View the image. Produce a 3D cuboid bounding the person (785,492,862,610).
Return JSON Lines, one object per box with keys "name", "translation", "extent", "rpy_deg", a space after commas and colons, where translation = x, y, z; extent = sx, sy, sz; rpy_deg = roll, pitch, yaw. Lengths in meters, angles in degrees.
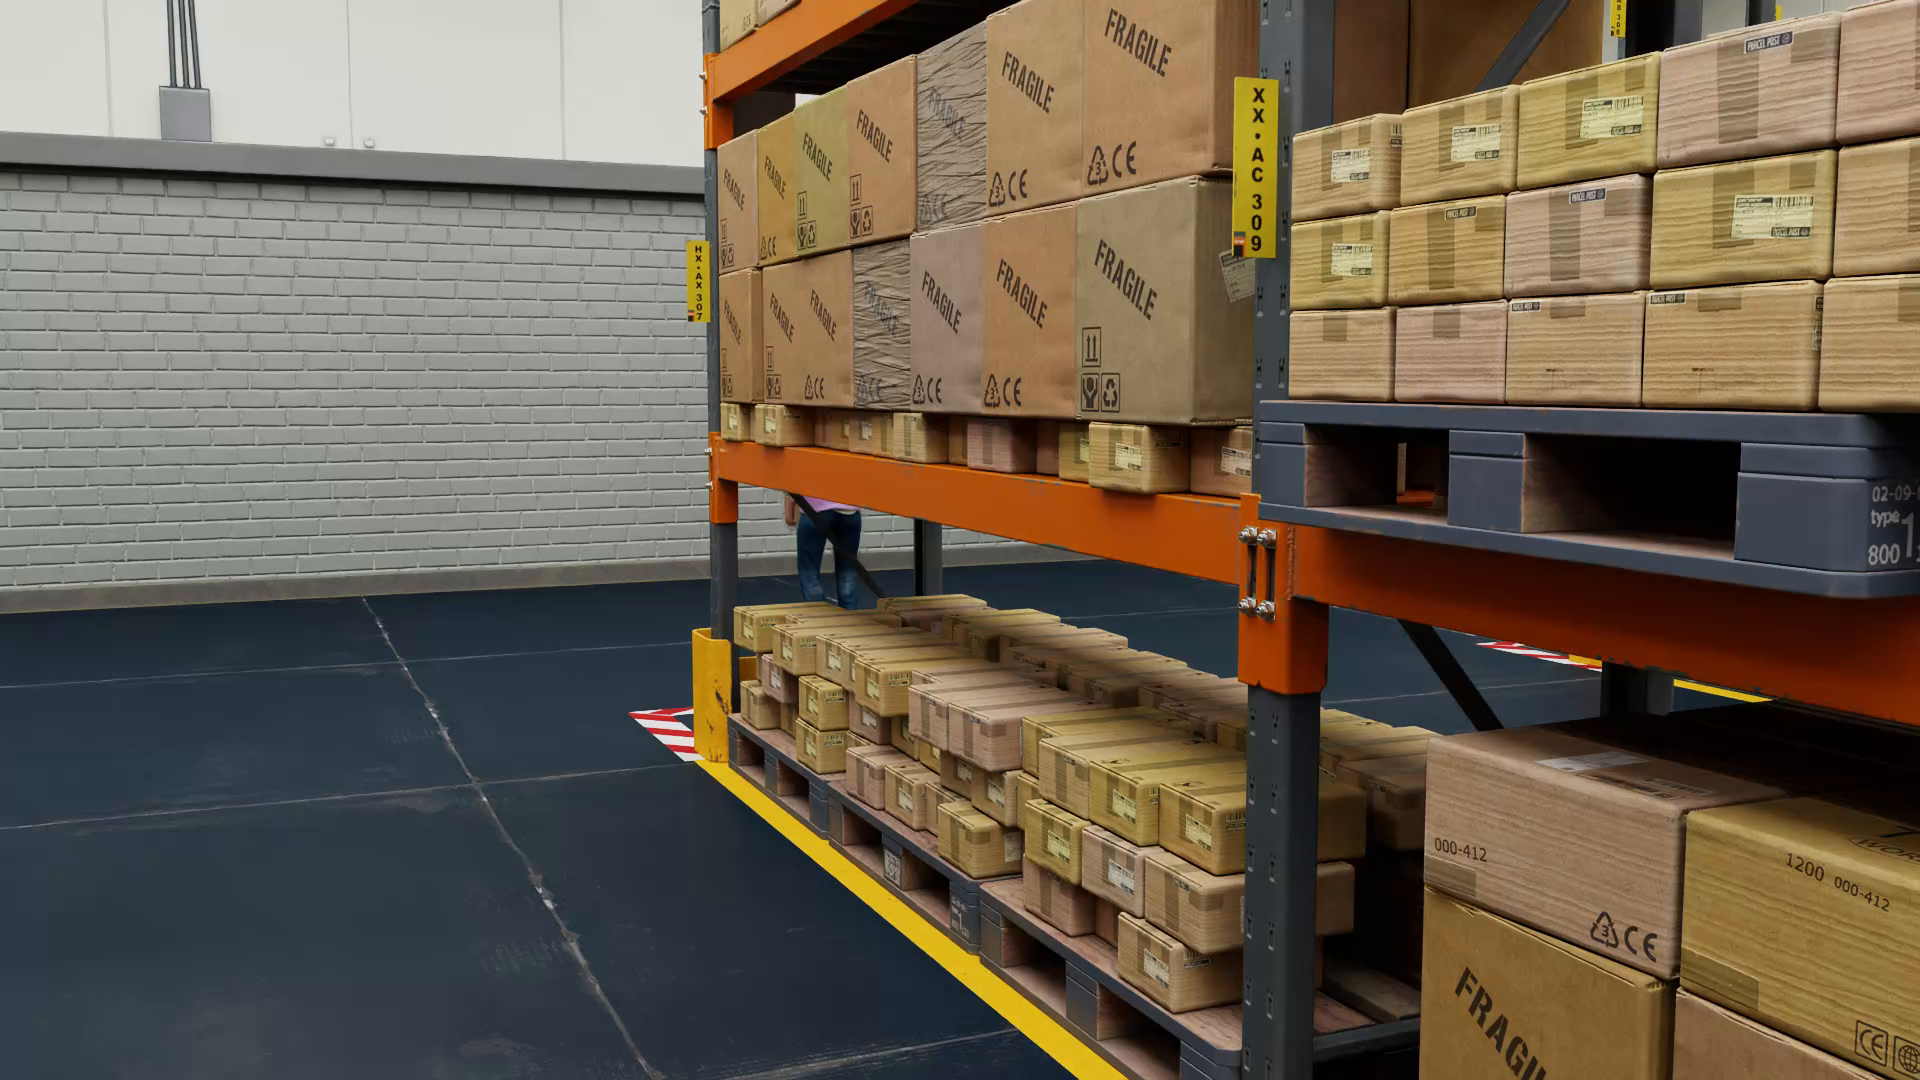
{"name": "person", "translation": [-0.766, -0.126, 9.291], "extent": [0.371, 1.547, 0.532], "rpy_deg": [-3, 6, -25]}
